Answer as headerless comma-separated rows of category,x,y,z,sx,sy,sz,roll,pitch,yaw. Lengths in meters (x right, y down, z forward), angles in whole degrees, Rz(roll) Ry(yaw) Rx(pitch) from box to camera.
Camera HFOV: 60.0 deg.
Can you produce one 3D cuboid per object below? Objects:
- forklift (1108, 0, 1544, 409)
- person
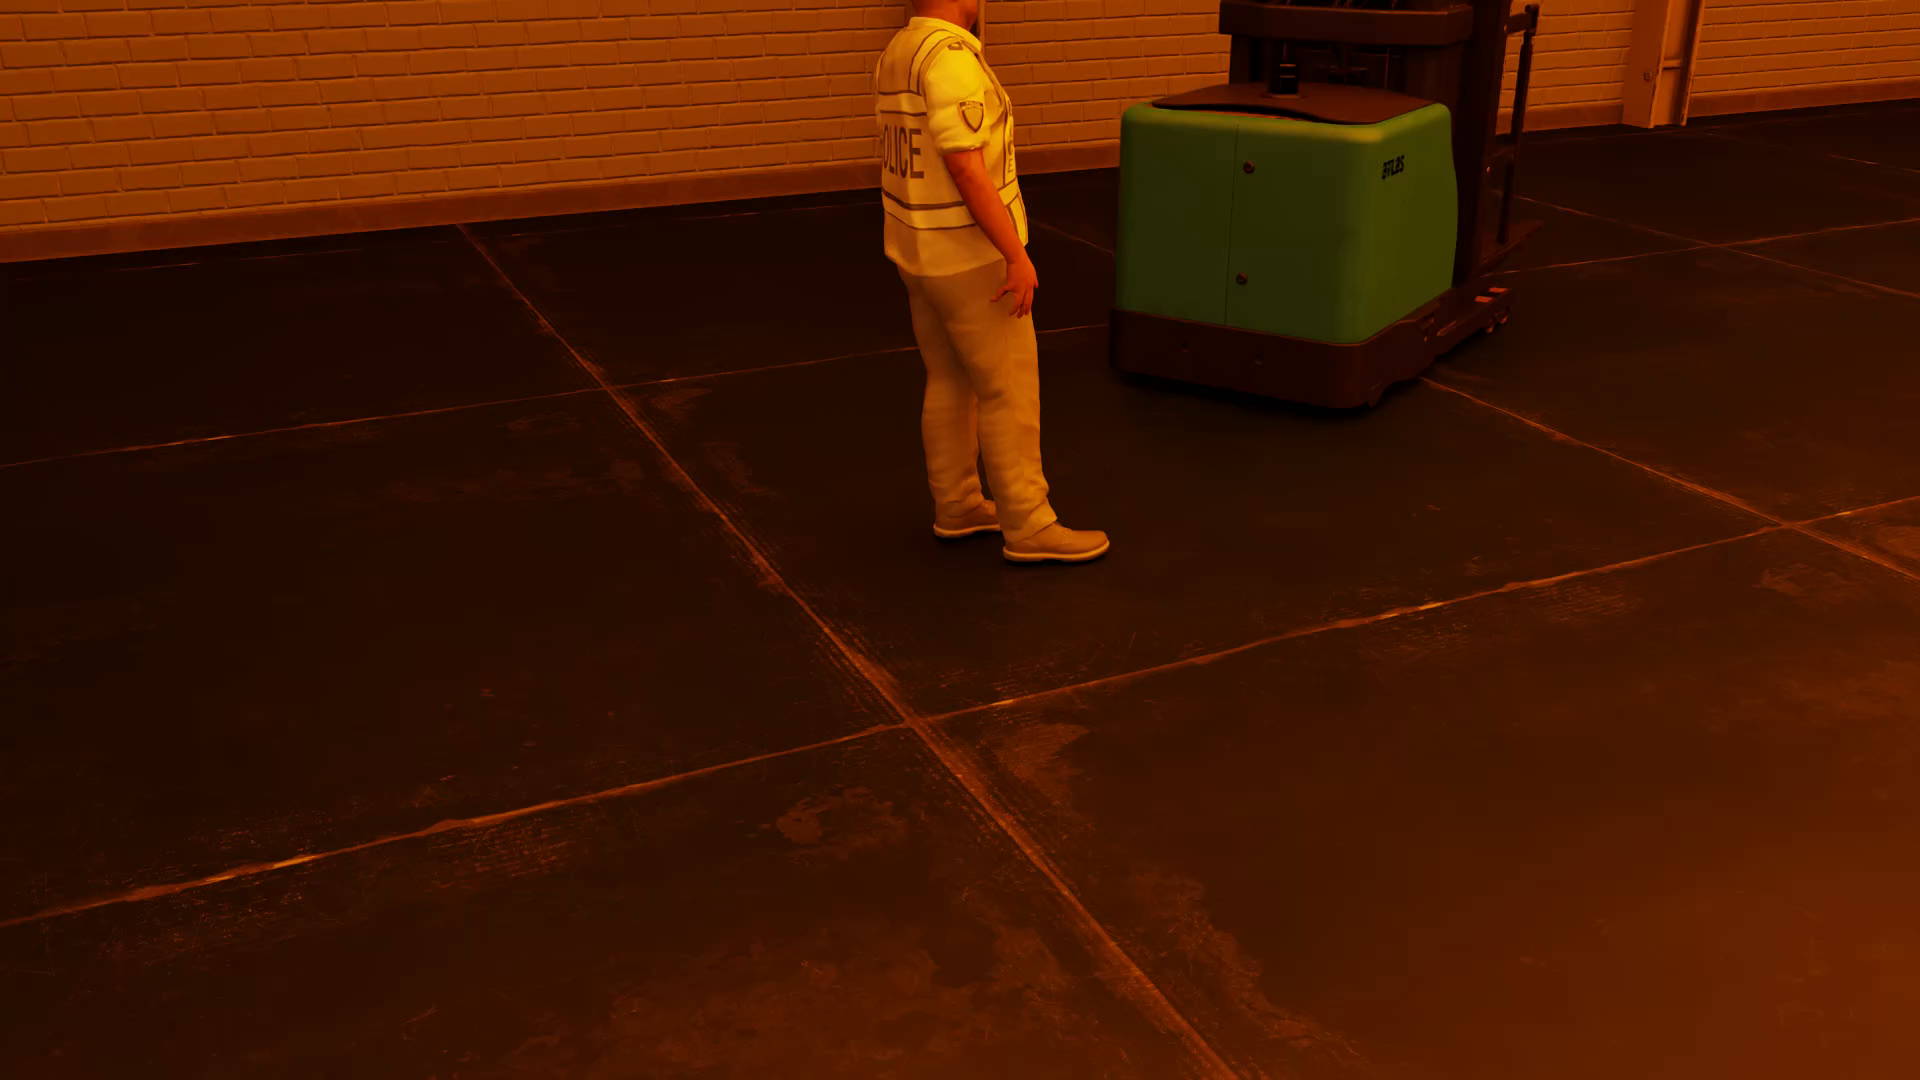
forklift,1.826,-2.345,6.932,1.130,2.935,3.031,14,27,31
person,0.075,-0.838,4.782,0.575,1.781,0.640,-10,25,-23
